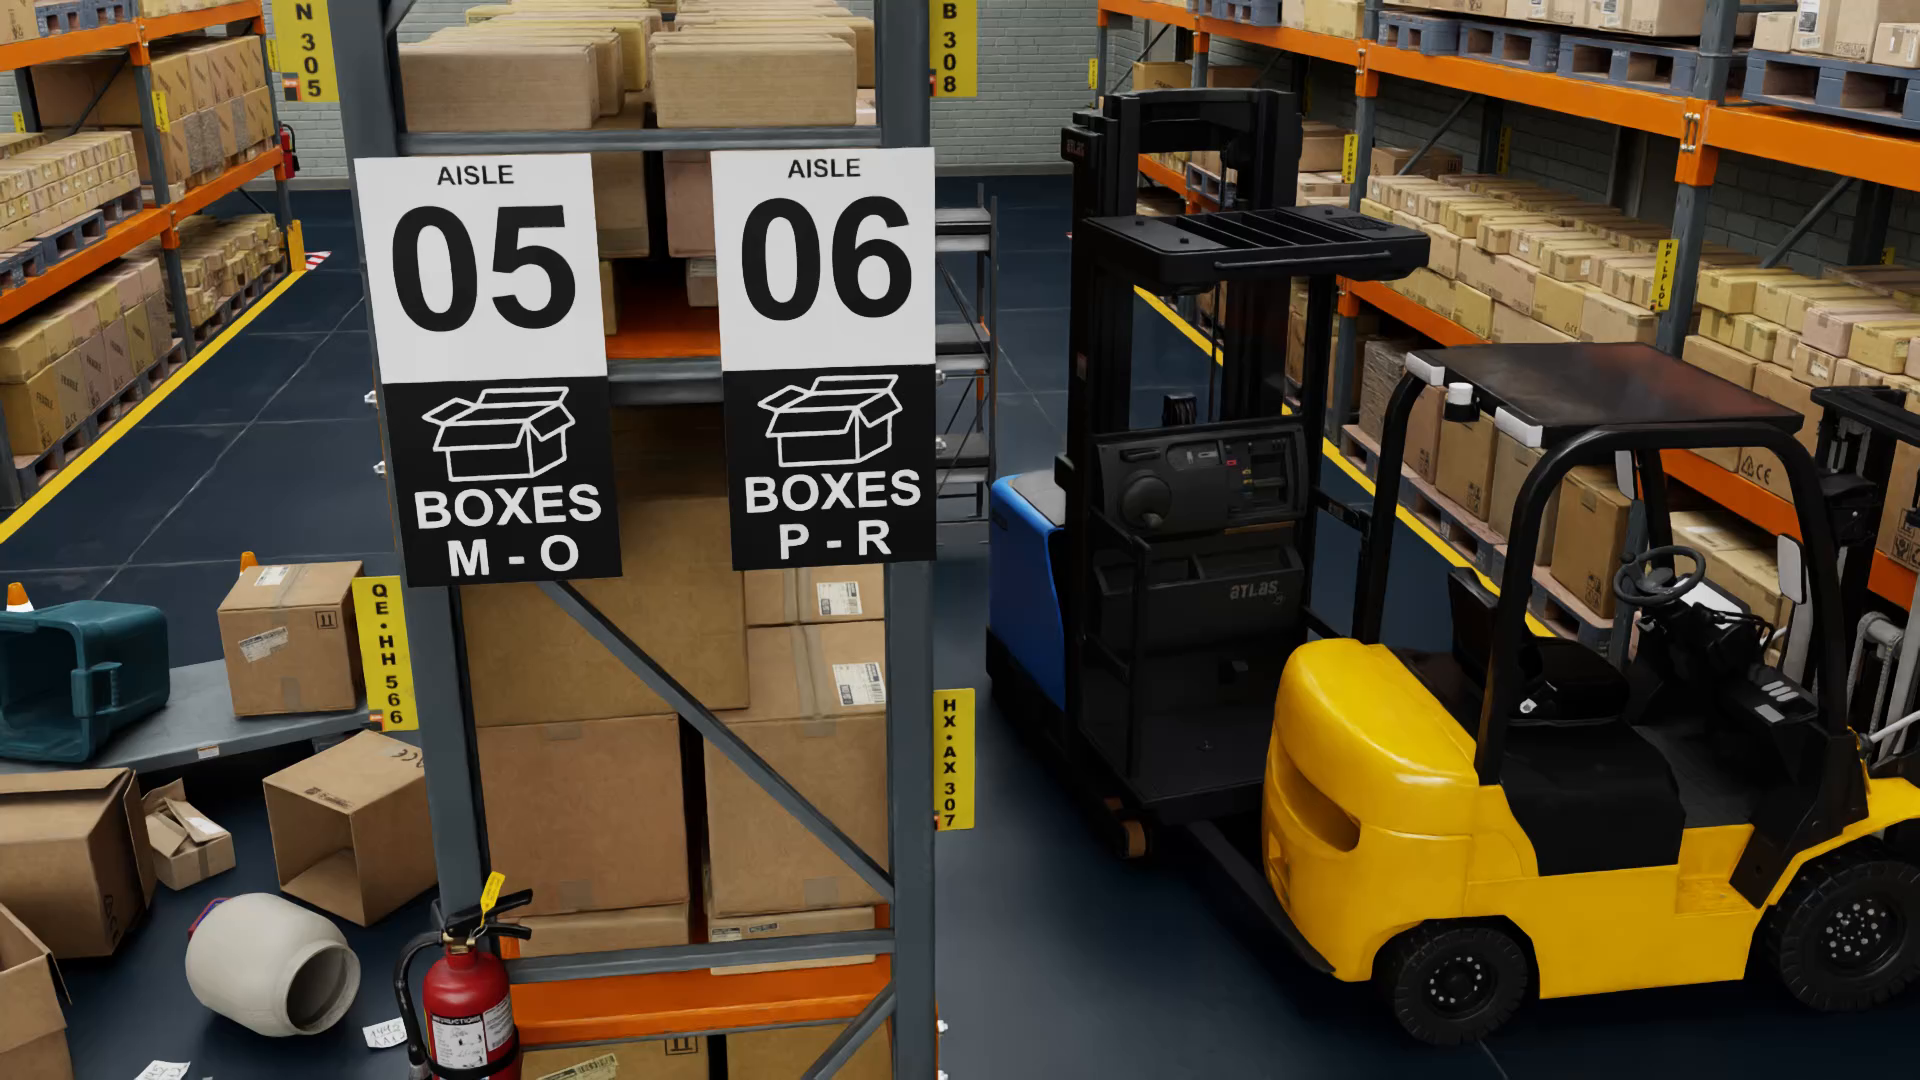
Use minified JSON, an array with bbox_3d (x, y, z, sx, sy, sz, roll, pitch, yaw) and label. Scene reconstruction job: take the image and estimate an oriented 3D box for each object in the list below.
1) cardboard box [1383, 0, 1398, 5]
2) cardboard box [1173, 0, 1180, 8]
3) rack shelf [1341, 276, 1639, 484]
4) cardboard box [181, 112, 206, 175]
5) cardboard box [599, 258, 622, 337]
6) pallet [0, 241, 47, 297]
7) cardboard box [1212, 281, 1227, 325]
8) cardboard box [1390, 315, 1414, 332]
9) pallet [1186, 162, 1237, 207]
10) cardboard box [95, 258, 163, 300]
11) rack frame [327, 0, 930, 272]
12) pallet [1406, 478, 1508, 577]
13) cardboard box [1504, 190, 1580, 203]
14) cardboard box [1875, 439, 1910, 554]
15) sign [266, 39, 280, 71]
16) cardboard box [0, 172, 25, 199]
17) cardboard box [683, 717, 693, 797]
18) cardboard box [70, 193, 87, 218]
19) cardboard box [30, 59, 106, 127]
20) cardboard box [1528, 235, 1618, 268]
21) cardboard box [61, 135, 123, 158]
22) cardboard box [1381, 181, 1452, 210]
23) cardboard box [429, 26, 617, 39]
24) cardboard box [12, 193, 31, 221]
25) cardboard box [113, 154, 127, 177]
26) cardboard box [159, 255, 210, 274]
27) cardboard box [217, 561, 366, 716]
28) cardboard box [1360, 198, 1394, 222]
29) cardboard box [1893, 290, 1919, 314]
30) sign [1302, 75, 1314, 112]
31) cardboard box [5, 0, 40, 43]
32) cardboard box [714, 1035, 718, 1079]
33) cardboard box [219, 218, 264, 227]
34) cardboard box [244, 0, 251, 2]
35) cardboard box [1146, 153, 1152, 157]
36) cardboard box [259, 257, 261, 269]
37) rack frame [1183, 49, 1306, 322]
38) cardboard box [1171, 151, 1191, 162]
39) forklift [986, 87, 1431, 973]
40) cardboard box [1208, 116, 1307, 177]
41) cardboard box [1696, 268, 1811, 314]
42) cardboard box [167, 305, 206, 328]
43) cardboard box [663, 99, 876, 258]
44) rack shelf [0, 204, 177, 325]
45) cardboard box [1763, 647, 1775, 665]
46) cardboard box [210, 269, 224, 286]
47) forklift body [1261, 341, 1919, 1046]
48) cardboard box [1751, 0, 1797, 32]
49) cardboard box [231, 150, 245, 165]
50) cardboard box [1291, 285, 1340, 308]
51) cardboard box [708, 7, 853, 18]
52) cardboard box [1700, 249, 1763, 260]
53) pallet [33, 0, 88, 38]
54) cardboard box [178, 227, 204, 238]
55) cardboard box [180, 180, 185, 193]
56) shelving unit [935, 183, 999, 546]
[{"bbox_3d":[2.952,-3.532,10.691,0.380,0.166,0.250,-3,21,-8],"label":"cardboard box"},{"bbox_3d":[2.219,-5.090,15.628,0.380,0.149,0.250,-2,21,-6],"label":"cardboard box"},{"bbox_3d":[3.490,-1.100,9.902,1.077,0.370,4.000,-3,21,-8],"label":"rack shelf"},{"bbox_3d":[-7.070,-3.519,14.783,0.500,0.500,0.500,-3,21,-8],"label":"cardboard box"},{"bbox_3d":[-0.885,-0.505,3.352,0.380,0.149,0.250,-3,21,-8],"label":"cardboard box"},{"bbox_3d":[-6.801,-1.744,10.874,1.213,0.211,1.003,-3,21,-8],"label":"pallet"},{"bbox_3d":[2.559,-2.177,14.731,0.500,0.500,0.500,-3,21,-8],"label":"cardboard box"},{"bbox_3d":[3.435,-1.655,12.406,0.380,0.149,0.250,-2,21,-5],"label":"cardboard box"},{"bbox_3d":[2.632,-3.142,14.616,1.003,0.211,1.213,-3,21,-8],"label":"pallet"},{"bbox_3d":[-6.812,-2.110,13.478,0.500,0.250,0.500,-3,21,-9],"label":"cardboard box"},{"bbox_3d":[-0.556,-1.918,2.490,1.000,3.000,0.127,-3,21,-8],"label":"rack frame"},{"bbox_3d":[3.454,-0.114,10.221,1.003,0.211,1.213,-3,21,-8],"label":"pallet"},{"bbox_3d":[3.679,-2.118,10.531,0.380,0.149,0.250,-3,21,-9],"label":"cardboard box"},{"bbox_3d":[3.750,-0.270,6.508,0.500,0.500,0.500,-3,21,-8],"label":"cardboard box"},{"bbox_3d":[-7.194,-5.074,17.408,0.100,0.325,0.005,-3,21,-8],"label":"sign"},{"bbox_3d":[-6.578,-2.390,11.237,0.380,0.149,0.250,-4,21,-10],"label":"cardboard box"},{"bbox_3d":[-0.975,0.359,4.401,0.500,0.500,0.500,-3,21,-8],"label":"cardboard box"},{"bbox_3d":[-6.726,-2.478,12.324,0.380,0.149,0.250,-2,21,-5],"label":"cardboard box"},{"bbox_3d":[-7.505,-3.781,14.057,0.500,0.500,0.500,-4,21,-10],"label":"cardboard box"},{"bbox_3d":[3.326,-1.556,9.025,0.380,0.149,0.250,-3,21,-9],"label":"cardboard box"},{"bbox_3d":[-6.879,-3.113,13.173,0.380,0.149,0.250,-4,21,-9],"label":"cardboard box"},{"bbox_3d":[2.996,-2.262,10.916,0.380,0.149,0.250,-2,21,-7],"label":"cardboard box"},{"bbox_3d":[-0.951,-1.050,3.671,0.380,0.149,0.250,-3,21,-8],"label":"cardboard box"},{"bbox_3d":[-6.584,-2.262,11.319,0.380,0.149,0.250,-3,21,-8],"label":"cardboard box"},{"bbox_3d":[-6.878,-2.977,13.234,0.380,0.149,0.250,-3,21,-7],"label":"cardboard box"},{"bbox_3d":[-7.141,-2.520,15.300,0.380,0.149,0.250,-3,21,-9],"label":"cardboard box"},{"bbox_3d":[-2.890,0.424,7.285,0.500,0.500,0.500,-3,21,-8],"label":"cardboard box"},{"bbox_3d":[2.999,-2.126,11.121,0.500,0.250,0.500,-3,21,-8],"label":"cardboard box"},{"bbox_3d":[4.170,-0.959,7.002,0.380,0.149,0.250,-3,21,-8],"label":"cardboard box"},{"bbox_3d":[3.174,-4.086,15.213,0.100,0.325,0.005,-3,21,-8],"label":"sign"},{"bbox_3d":[-6.569,-3.602,11.142,0.500,0.500,0.500,-3,21,-8],"label":"cardboard box"},{"bbox_3d":[-1.006,1.538,5.142,0.500,0.250,0.500,-3,21,-8],"label":"cardboard box"},{"bbox_3d":[-7.440,-3.242,17.234,0.380,0.149,0.250,-3,21,-7],"label":"cardboard box"},{"bbox_3d":[-7.419,-5.554,16.725,0.500,0.250,0.500,-3,21,-9],"label":"cardboard box"},{"bbox_3d":[2.124,-4.029,17.076,0.380,0.149,0.250,-3,21,-8],"label":"cardboard box"},{"bbox_3d":[-7.326,-2.788,16.867,0.380,0.149,0.250,-3,21,-7],"label":"cardboard box"},{"bbox_3d":[2.625,-3.514,15.338,1.000,3.000,0.127,-3,21,-8],"label":"rack frame"},{"bbox_3d":[2.310,-3.747,15.751,0.500,0.250,0.500,-2,21,-6],"label":"cardboard box"},{"bbox_3d":[1.075,-0.236,6.658,1.130,2.935,3.031,-7,21,-17],"label":"forklift"},{"bbox_3d":[2.548,-3.400,14.288,0.700,0.500,0.500,-3,21,-7],"label":"cardboard box"},{"bbox_3d":[3.531,-1.109,7.403,0.380,0.149,0.250,-2,21,-7],"label":"cardboard box"},{"bbox_3d":[-6.905,-1.981,14.708,0.380,0.149,0.250,-4,21,-10],"label":"cardboard box"},{"bbox_3d":[-0.365,-0.769,3.491,0.500,0.250,0.500,-3,21,-9],"label":"cardboard box"},{"bbox_3d":[-6.882,-1.948,12.174,1.077,0.370,4.000,-3,21,-8],"label":"rack shelf"},{"bbox_3d":[3.617,0.470,7.285,0.500,0.250,0.500,-3,21,-8],"label":"cardboard box"},{"bbox_3d":[-7.154,-2.476,15.607,0.380,0.149,0.250,-2,21,-5],"label":"cardboard box"},{"bbox_3d":[2.276,0.474,5.874,2.313,2.155,1.214,-3,21,-8],"label":"forklift body"},{"bbox_3d":[3.850,-2.579,8.163,0.380,0.149,0.250,-3,21,-8],"label":"cardboard box"},{"bbox_3d":[-7.301,-3.792,16.442,0.380,0.149,0.250,-4,21,-10],"label":"cardboard box"},{"bbox_3d":[2.823,-1.897,13.054,0.380,0.149,0.250,-2,21,-6],"label":"cardboard box"},{"bbox_3d":[-0.483,-1.344,4.461,0.380,0.149,0.250,-2,21,-6],"label":"cardboard box"},{"bbox_3d":[3.918,-1.410,8.633,0.380,0.149,0.250,-3,21,-8],"label":"cardboard box"},{"bbox_3d":[-7.034,-3.717,11.862,1.213,0.211,1.003,-3,21,-8],"label":"pallet"},{"bbox_3d":[-7.821,-3.039,16.691,0.380,0.149,0.250,-4,21,-10],"label":"cardboard box"},{"bbox_3d":[-6.998,-3.060,14.482,0.380,0.149,0.250,-2,21,-6],"label":"cardboard box"},{"bbox_3d":[-0.024,-1.041,10.002,0.431,2.100,0.503,-3,21,-8],"label":"shelving unit"}]
